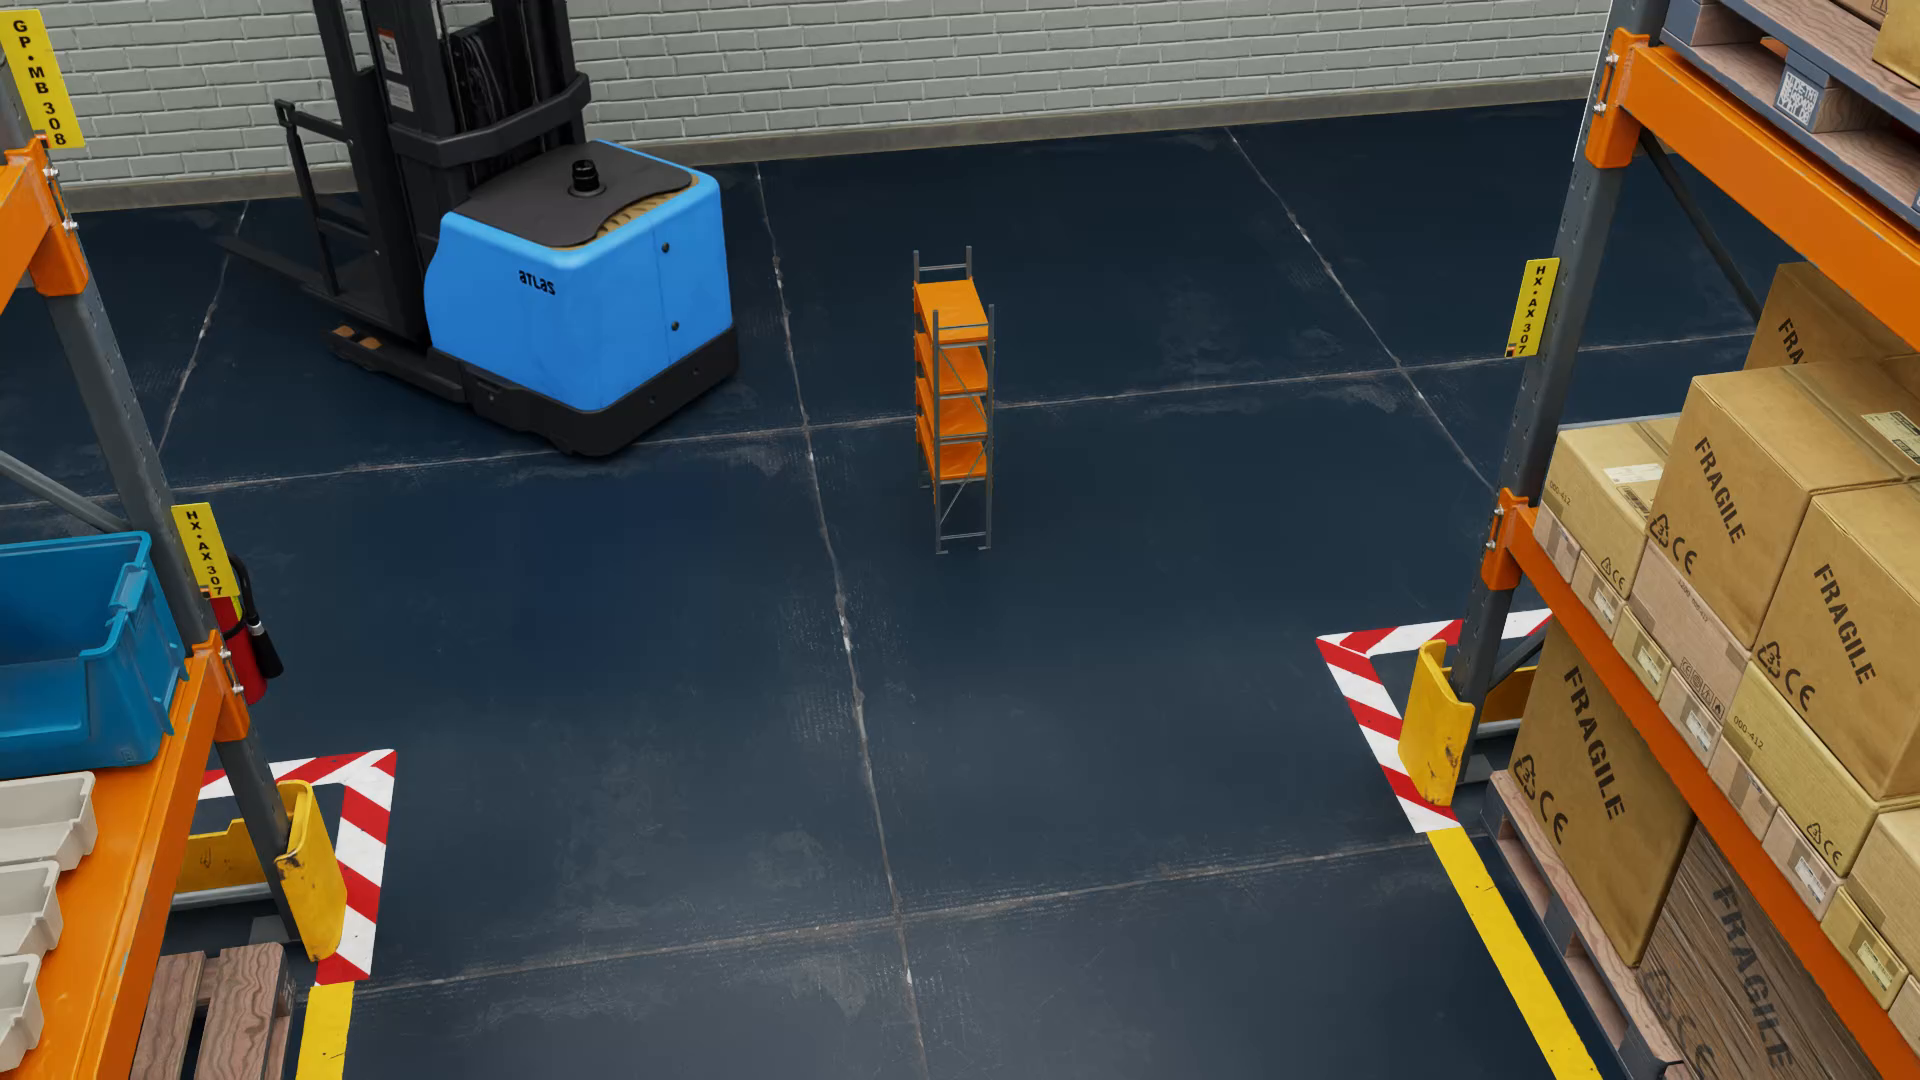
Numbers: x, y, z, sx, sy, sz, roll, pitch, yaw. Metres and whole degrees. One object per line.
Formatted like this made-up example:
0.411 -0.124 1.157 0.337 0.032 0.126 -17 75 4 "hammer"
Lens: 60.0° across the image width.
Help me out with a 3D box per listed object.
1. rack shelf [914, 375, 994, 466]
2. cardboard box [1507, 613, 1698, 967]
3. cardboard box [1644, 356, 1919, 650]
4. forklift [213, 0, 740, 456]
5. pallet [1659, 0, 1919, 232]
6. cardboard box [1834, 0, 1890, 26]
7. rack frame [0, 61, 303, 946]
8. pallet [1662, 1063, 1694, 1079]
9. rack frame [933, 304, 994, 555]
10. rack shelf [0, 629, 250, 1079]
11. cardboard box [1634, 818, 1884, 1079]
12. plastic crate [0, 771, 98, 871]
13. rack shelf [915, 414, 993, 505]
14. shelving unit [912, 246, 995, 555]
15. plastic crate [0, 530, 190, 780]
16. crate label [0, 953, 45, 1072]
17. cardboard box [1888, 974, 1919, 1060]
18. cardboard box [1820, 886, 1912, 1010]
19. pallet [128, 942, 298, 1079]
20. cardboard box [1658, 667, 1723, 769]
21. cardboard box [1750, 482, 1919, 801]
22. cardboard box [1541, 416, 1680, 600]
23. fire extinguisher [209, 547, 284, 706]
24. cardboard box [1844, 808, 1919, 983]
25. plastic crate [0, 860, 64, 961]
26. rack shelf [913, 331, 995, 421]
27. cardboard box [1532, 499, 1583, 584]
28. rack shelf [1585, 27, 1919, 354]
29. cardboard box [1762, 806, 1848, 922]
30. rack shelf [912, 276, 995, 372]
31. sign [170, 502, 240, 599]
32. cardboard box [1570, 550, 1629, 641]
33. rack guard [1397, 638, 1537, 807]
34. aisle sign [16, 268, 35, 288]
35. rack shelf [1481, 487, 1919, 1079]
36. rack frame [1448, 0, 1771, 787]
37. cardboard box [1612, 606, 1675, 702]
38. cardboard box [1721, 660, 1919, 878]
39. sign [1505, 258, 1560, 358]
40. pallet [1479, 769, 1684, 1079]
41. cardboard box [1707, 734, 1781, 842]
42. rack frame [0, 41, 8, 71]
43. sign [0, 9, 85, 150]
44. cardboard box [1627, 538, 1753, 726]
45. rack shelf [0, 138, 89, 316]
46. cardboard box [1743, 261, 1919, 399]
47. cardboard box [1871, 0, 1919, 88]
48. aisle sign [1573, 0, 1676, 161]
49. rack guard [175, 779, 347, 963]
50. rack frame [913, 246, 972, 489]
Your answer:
-0.029 -0.521 7.052 0.258 0.148 0.480 -6 38 -8 "rack shelf"
2.429 0.684 5.314 0.875 0.875 0.875 -6 38 -8 "cardboard box"
2.144 -0.100 4.203 0.500 0.500 0.500 -7 38 -9 "cardboard box"
-2.598 -2.248 7.754 3.031 2.935 1.130 23 43 26 "forklift"
2.378 -1.070 3.809 1.003 0.211 1.213 -6 38 -8 "pallet"
2.382 -1.488 3.770 0.700 0.500 0.500 -8 39 -11 "cardboard box"
-2.638 0.166 4.592 1.000 3.000 0.127 -6 38 -8 "rack frame"
2.666 1.944 4.576 1.003 0.211 1.213 -6 38 -8 "pallet"
0.014 -0.426 6.821 0.240 1.200 0.015 -6 38 -8 "rack frame"
-2.288 1.658 3.257 1.077 0.370 4.000 -6 38 -8 "rack shelf"
2.589 1.234 4.606 0.875 0.875 0.875 -6 38 -8 "cardboard box"
-2.317 0.719 4.045 0.396 0.136 0.243 -6 38 -8 "plastic crate"
-0.029 -0.364 7.174 0.258 0.148 0.480 -6 38 -8 "rack shelf"
-0.029 -0.574 7.011 0.258 1.200 0.503 -6 38 -8 "shelving unit"
-2.396 0.310 4.328 0.616 0.435 0.499 -6 38 -8 "plastic crate"
-2.208 1.061 3.605 0.396 0.136 0.243 -6 38 -8 "crate label"
2.294 1.069 3.633 0.380 0.149 0.250 -6 38 -7 "cardboard box"
2.246 0.911 3.837 0.380 0.149 0.250 -7 38 -9 "cardboard box"
-2.532 1.769 4.801 1.003 0.211 1.213 -6 38 -8 "pallet"
2.114 0.449 4.432 0.380 0.149 0.250 -7 38 -9 "cardboard box"
2.241 0.212 3.801 0.500 0.500 0.500 -7 38 -9 "cardboard box"
2.056 -0.106 4.822 0.500 0.250 0.500 -7 38 -9 "cardboard box"
-2.217 0.204 4.910 0.296 0.674 0.183 -6 38 -8 "fire extinguisher"
2.335 0.826 3.622 0.500 0.250 0.500 -7 38 -9 "cardboard box"
-2.280 0.896 3.818 0.396 0.136 0.243 -6 38 -8 "plastic crate"
-0.029 -0.697 6.915 0.258 0.148 0.480 -6 38 -8 "rack shelf"
1.975 -0.018 5.033 0.380 0.149 0.250 -6 38 -7 "cardboard box"
2.589 -0.059 3.023 1.077 0.370 4.000 -6 38 -8 "rack shelf"
2.203 0.759 4.033 0.380 0.149 0.250 -7 38 -8 "cardboard box"
-0.029 -0.884 6.770 0.258 0.148 0.480 -6 38 -8 "rack shelf"
-2.100 0.032 4.630 0.100 0.325 0.005 -6 38 -8 "sign"
2.022 0.137 4.833 0.380 0.149 0.250 -7 38 -9 "cardboard box"
2.234 0.606 6.063 1.175 0.500 0.348 -6 38 -8 "rack guard"
-2.362 -0.936 3.891 0.394 0.787 0.004 -6 38 -8 "aisle sign"
2.589 1.125 3.943 1.077 0.370 4.000 -6 38 -8 "rack shelf"
2.238 -0.367 5.277 1.000 3.000 0.127 -6 38 -8 "rack frame"
2.067 0.292 4.634 0.380 0.149 0.250 -7 38 -9 "cardboard box"
2.239 0.511 4.027 0.500 0.250 0.500 -7 38 -9 "cardboard box"
1.691 -0.684 4.915 0.100 0.325 0.005 -6 38 -8 "sign"
2.455 1.209 5.522 1.003 0.211 1.213 -6 38 -8 "pallet"
2.157 0.603 4.234 0.380 0.149 0.250 -7 38 -9 "cardboard box"
-2.638 -2.203 2.751 1.000 3.000 0.127 -6 38 -8 "rack frame"
-2.100 -1.046 3.792 0.100 0.325 0.005 -6 38 -8 "sign"
2.154 0.207 4.418 0.500 0.250 0.500 -7 38 -9 "cardboard box"
-2.288 0.473 2.337 1.077 0.370 4.000 -6 38 -8 "rack shelf"
2.582 -0.455 4.660 0.500 0.500 0.500 -6 38 -7 "cardboard box"
2.362 -1.135 3.316 0.700 0.500 0.500 -8 38 -10 "cardboard box"
1.930 -1.405 4.494 0.394 0.787 0.004 -6 38 -8 "aisle sign"
-2.655 1.140 5.375 1.175 0.500 0.348 -6 38 -8 "rack guard"
-0.072 -0.721 7.200 0.240 1.200 0.015 -6 38 -8 "rack frame"
